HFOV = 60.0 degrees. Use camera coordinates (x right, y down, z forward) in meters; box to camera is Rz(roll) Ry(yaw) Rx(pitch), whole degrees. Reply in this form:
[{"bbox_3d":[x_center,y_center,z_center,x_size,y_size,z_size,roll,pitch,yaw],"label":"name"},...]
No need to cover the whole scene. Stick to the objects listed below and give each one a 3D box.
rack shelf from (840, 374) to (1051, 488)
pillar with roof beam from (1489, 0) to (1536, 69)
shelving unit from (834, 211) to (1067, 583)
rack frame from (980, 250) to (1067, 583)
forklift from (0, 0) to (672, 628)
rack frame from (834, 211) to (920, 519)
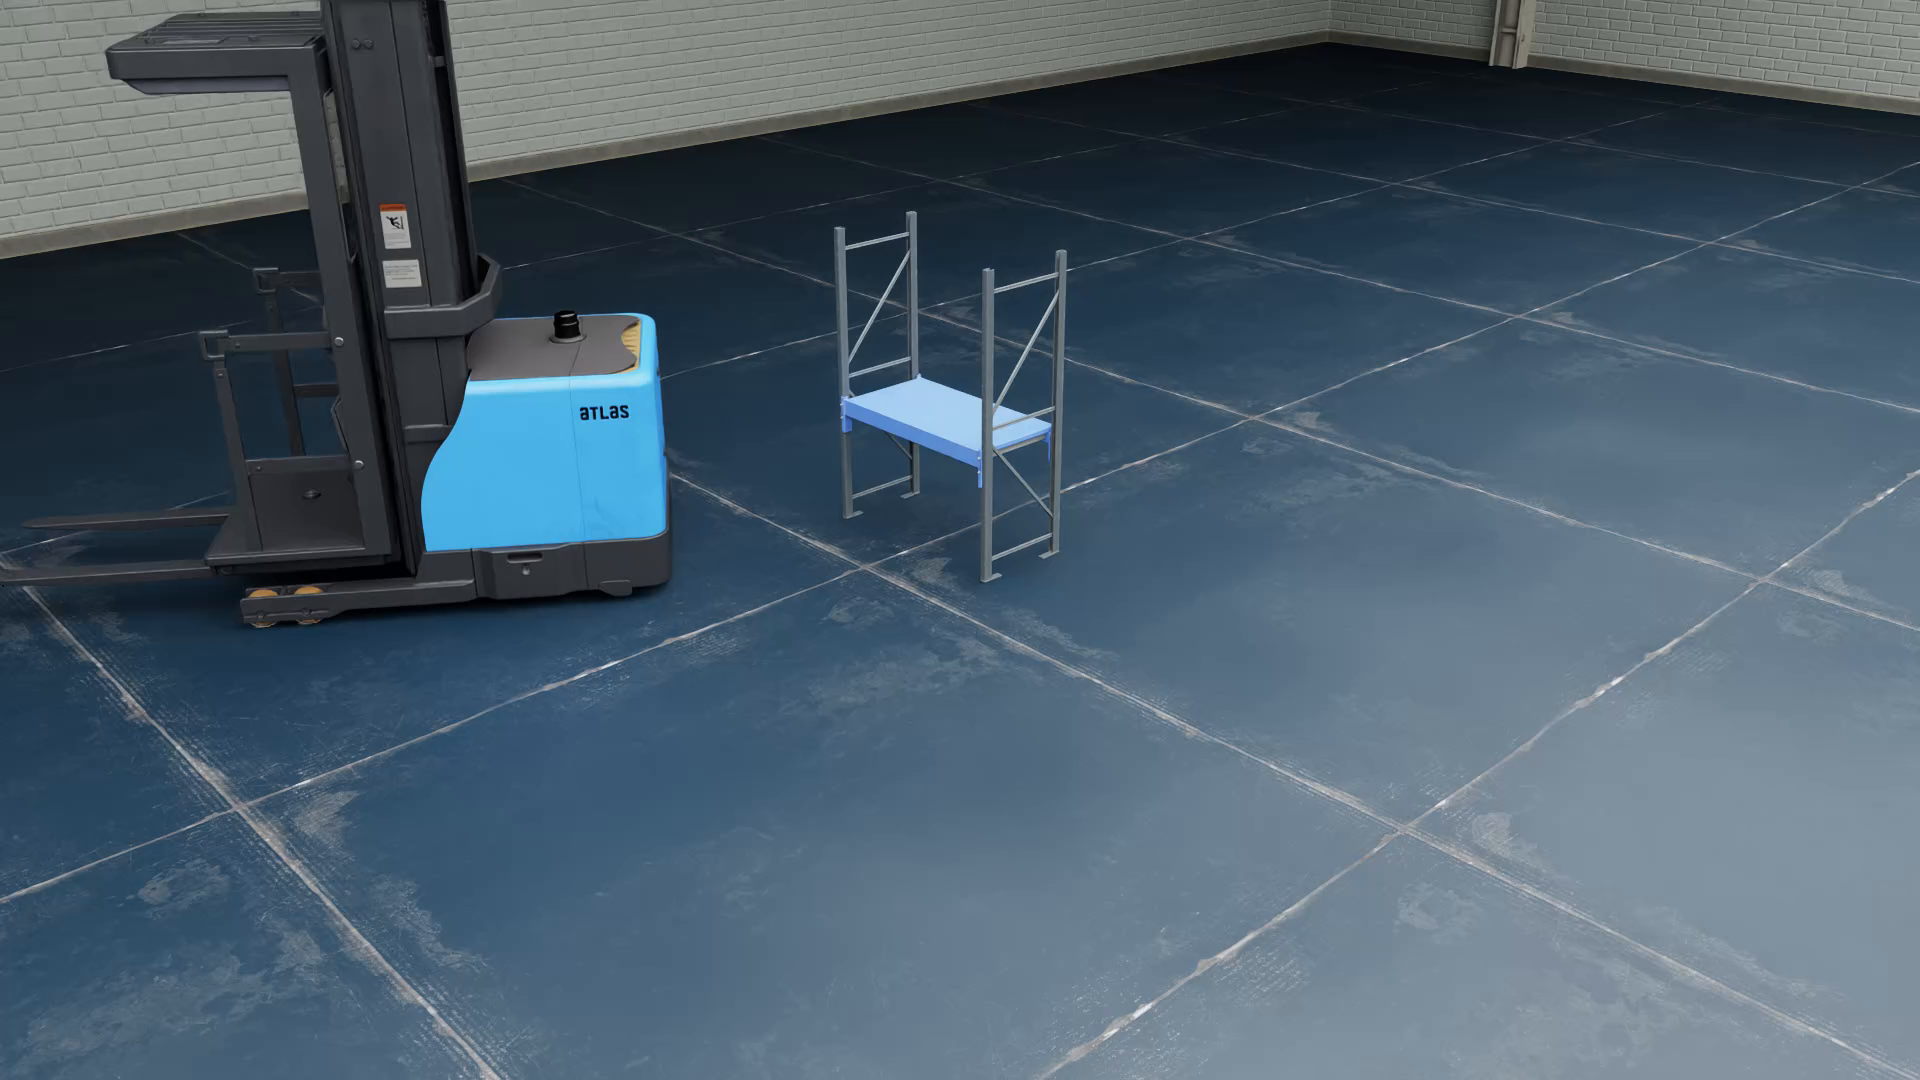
[{"bbox_3d":[-0.058,-0.545,8.070,0.538,0.185,1.000,-21,32,-38],"label":"rack shelf"},{"bbox_3d":[4.110,-9.149,17.464,9.100,9.000,0.400,-21,32,-38],"label":"pillar with roof beam"},{"bbox_3d":[-0.058,-0.708,7.995,0.538,1.500,1.048,-21,32,-38],"label":"shelving unit"},{"bbox_3d":[0.289,-0.554,7.658,0.500,1.500,0.032,-21,32,-38],"label":"rack frame"},{"bbox_3d":[-2.899,-1.180,7.305,3.031,2.935,1.130,-4,25,-8],"label":"forklift"},{"bbox_3d":[-0.406,-0.862,8.333,0.500,1.500,0.032,-21,32,-38],"label":"rack frame"}]
